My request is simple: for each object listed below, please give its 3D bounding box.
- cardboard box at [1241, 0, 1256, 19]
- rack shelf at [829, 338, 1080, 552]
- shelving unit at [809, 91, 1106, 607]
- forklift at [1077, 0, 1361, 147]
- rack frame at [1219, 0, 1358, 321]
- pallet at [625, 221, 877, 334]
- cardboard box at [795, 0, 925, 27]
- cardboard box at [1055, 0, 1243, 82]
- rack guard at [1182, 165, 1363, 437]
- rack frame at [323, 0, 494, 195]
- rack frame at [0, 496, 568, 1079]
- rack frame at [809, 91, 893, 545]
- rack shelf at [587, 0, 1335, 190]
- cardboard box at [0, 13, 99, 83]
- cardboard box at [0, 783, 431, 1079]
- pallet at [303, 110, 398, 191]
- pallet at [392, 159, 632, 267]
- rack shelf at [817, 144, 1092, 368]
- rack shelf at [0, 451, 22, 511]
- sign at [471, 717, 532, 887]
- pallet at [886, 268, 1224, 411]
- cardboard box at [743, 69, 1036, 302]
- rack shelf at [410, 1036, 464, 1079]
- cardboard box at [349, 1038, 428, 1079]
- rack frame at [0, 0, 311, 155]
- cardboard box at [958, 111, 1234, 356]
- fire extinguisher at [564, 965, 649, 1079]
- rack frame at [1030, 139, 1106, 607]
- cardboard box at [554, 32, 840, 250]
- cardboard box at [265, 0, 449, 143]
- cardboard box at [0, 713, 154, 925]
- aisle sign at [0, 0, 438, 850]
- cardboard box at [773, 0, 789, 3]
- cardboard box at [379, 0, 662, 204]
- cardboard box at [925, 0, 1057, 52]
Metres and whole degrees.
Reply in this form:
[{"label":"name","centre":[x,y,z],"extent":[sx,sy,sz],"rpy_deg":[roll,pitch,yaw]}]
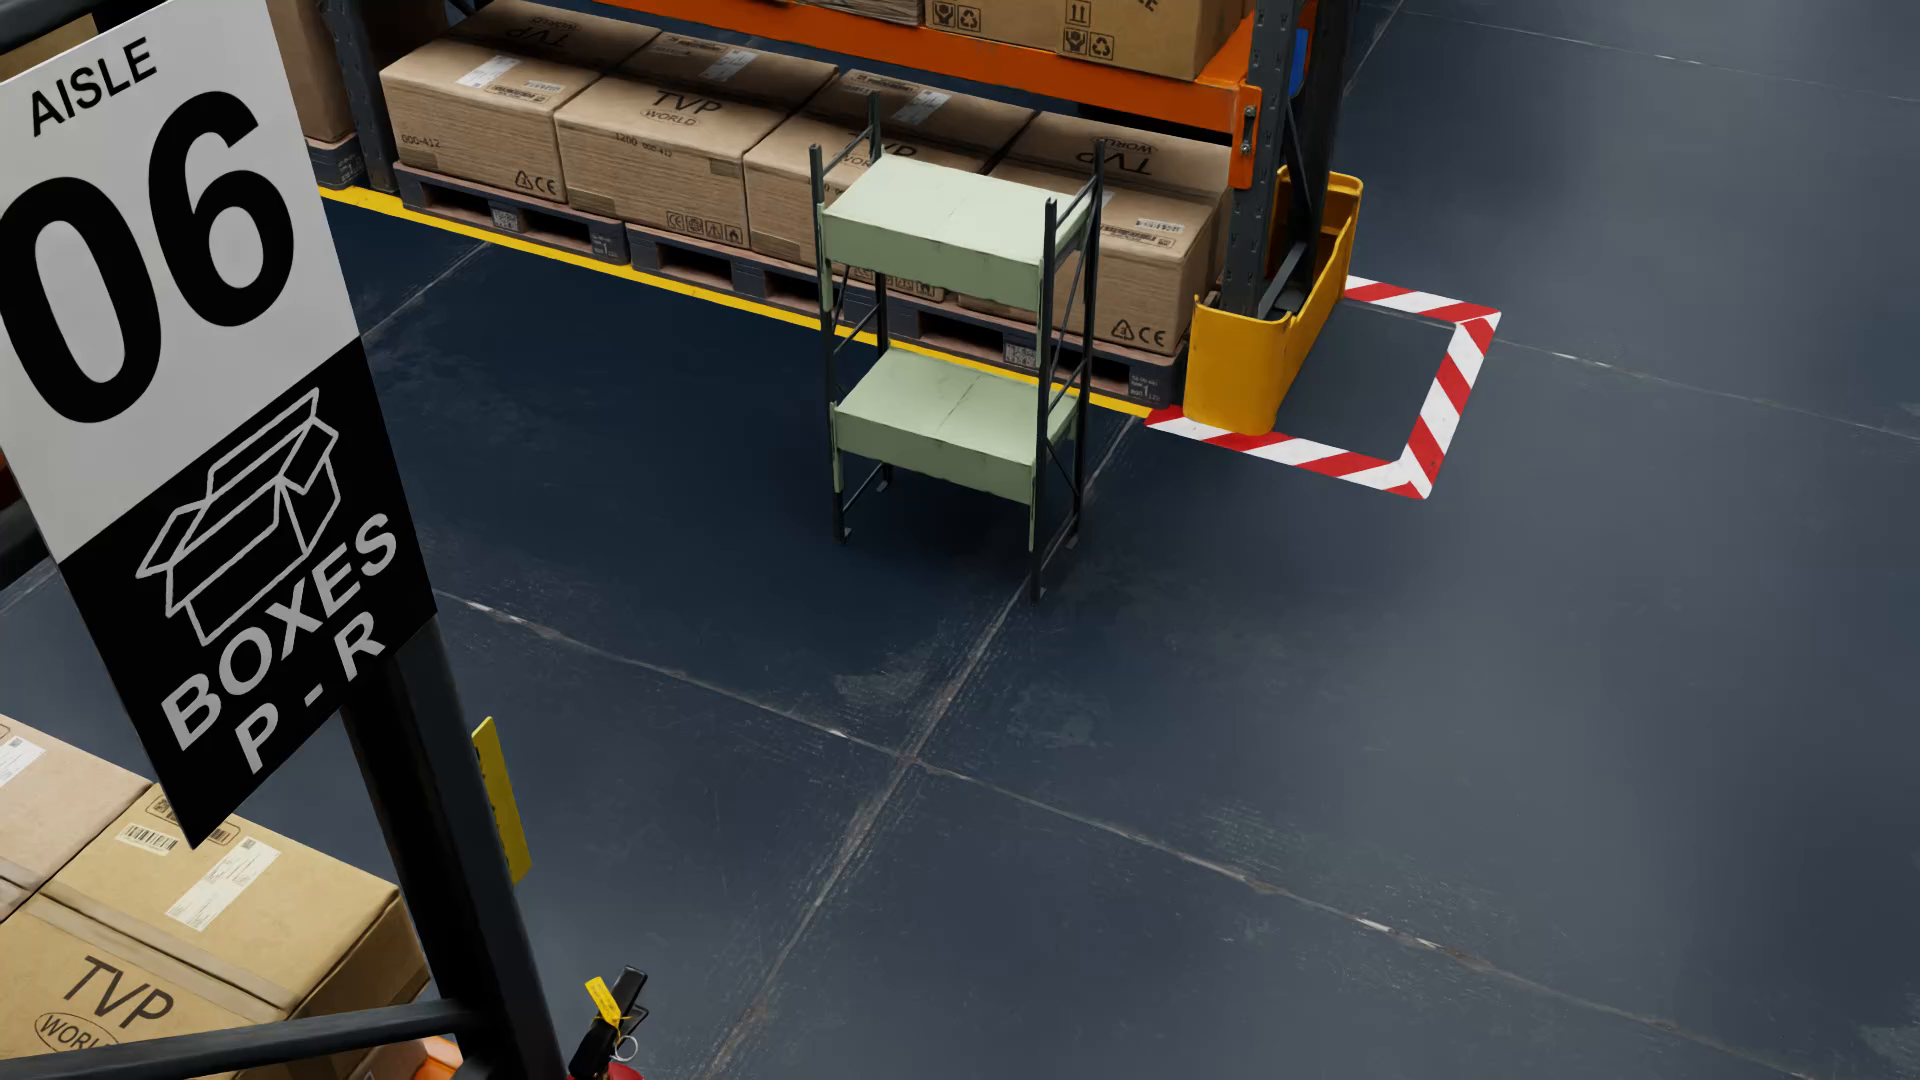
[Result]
[{"label":"cardboard box","centre":[0.890,-2.246,5.975],"extent":[0.500,0.500,0.500],"rpy_deg":[17,44,18]},{"label":"rack shelf","centre":[-0.006,-0.322,5.474],"extent":[0.720,0.370,0.431],"rpy_deg":[17,44,19]},{"label":"shelving unit","centre":[-0.006,-0.569,5.261],"extent":[0.755,1.500,0.431],"rpy_deg":[17,44,19]},{"label":"forklift","centre":[1.543,-3.910,8.023],"extent":[1.130,2.935,3.031],"rpy_deg":[13,43,15]},{"label":"rack frame","centre":[1.203,-1.905,5.658],"extent":[0.127,3.000,1.000],"rpy_deg":[17,44,19]},{"label":"pallet","centre":[-0.656,-1.365,7.164],"extent":[1.213,0.211,1.003],"rpy_deg":[17,44,19]},{"label":"cardboard box","centre":[-0.264,-2.204,5.926],"extent":[0.500,0.500,0.500],"rpy_deg":[18,44,20]},{"label":"cardboard box","centre":[0.654,-1.920,5.598],"extent":[0.500,0.500,0.500],"rpy_deg":[17,44,19]},{"label":"rack guard","centre":[1.225,-0.954,6.469],"extent":[0.348,0.500,1.175],"rpy_deg":[17,44,19]},{"label":"rack frame","centre":[-2.421,-3.013,6.936],"extent":[0.127,3.000,1.000],"rpy_deg":[17,44,19]},{"label":"rack frame","centre":[-0.892,1.042,2.258],"extent":[0.127,3.000,1.000],"rpy_deg":[17,44,19]},{"label":"rack frame","centre":[-0.338,-0.670,5.378],"extent":[0.023,1.500,0.400],"rpy_deg":[17,44,19]},{"label":"rack shelf","centre":[-0.609,-2.187,6.533],"extent":[4.000,0.370,1.077],"rpy_deg":[17,44,19]},{"label":"cardboard box","centre":[-1.178,-0.432,1.556],"extent":[0.500,0.250,0.500],"rpy_deg":[17,44,18]},{"label":"cardboard box","centre":[-1.189,0.701,2.539],"extent":[0.500,0.250,0.500],"rpy_deg":[17,44,19]},{"label":"pallet","centre":[-3.153,-2.128,8.044],"extent":[1.213,0.211,1.003],"rpy_deg":[17,44,19]},{"label":"pallet","centre":[-1.765,-1.702,7.553],"extent":[1.213,0.211,1.003],"rpy_deg":[17,44,19]},{"label":"rack shelf","centre":[-0.006,-0.863,5.005],"extent":[0.720,0.370,0.431],"rpy_deg":[17,44,19]},{"label":"rack shelf","centre":[-2.704,-0.374,2.150],"extent":[4.000,0.370,1.077],"rpy_deg":[17,44,19]},{"label":"sign","centre":[-0.663,0.393,2.346],"extent":[0.005,0.325,0.100],"rpy_deg":[17,44,19]},{"label":"pallet","centre":[0.446,-1.027,6.773],"extent":[1.213,0.211,1.003],"rpy_deg":[17,44,19]},{"label":"cardboard box","centre":[-0.270,-1.468,6.789],"extent":[0.875,0.438,0.875],"rpy_deg":[18,44,20]},{"label":"rack shelf","centre":[-2.704,0.760,3.132],"extent":[4.000,0.370,1.077],"rpy_deg":[17,44,19]},{"label":"cardboard box","centre":[-1.074,0.883,2.633],"extent":[0.250,0.149,0.380],"rpy_deg":[17,44,18]},{"label":"rack frame","centre":[-0.892,-1.225,0.293],"extent":[0.127,3.000,1.000],"rpy_deg":[17,44,19]},{"label":"cardboard box","centre":[0.563,-1.219,6.502],"extent":[0.875,0.438,0.875],"rpy_deg":[16,43,17]},{"label":"fire extinguisher","centre":[-0.563,0.978,2.675],"extent":[0.183,0.674,0.296],"rpy_deg":[17,44,19]},{"label":"rack frame","centre":[0.326,-0.467,5.144],"extent":[0.023,1.500,0.400],"rpy_deg":[17,44,19]},{"label":"cardboard box","centre":[-1.086,-1.718,7.078],"extent":[0.875,0.438,0.875],"rpy_deg":[16,43,17]},{"label":"cardboard box","centre":[-3.017,-2.493,7.638],"extent":[0.875,0.875,0.875],"rpy_deg":[18,44,20]},{"label":"cardboard box","centre":[-1.646,0.561,2.700],"extent":[0.500,0.250,0.500],"rpy_deg":[17,44,19]},{"label":"aisle sign","centre":[-0.706,-0.096,1.586],"extent":[0.004,0.787,0.394],"rpy_deg":[17,44,19]},{"label":"cardboard box","centre":[-0.738,-2.339,6.083],"extent":[0.500,0.500,0.500],"rpy_deg":[18,44,20]},{"label":"cardboard box","centre":[-1.898,-1.966,7.364],"extent":[0.875,0.438,0.875],"rpy_deg":[16,44,18]},{"label":"cardboard box","centre":[0.206,-2.068,5.769],"extent":[0.500,0.500,0.500],"rpy_deg":[16,43,18]}]
